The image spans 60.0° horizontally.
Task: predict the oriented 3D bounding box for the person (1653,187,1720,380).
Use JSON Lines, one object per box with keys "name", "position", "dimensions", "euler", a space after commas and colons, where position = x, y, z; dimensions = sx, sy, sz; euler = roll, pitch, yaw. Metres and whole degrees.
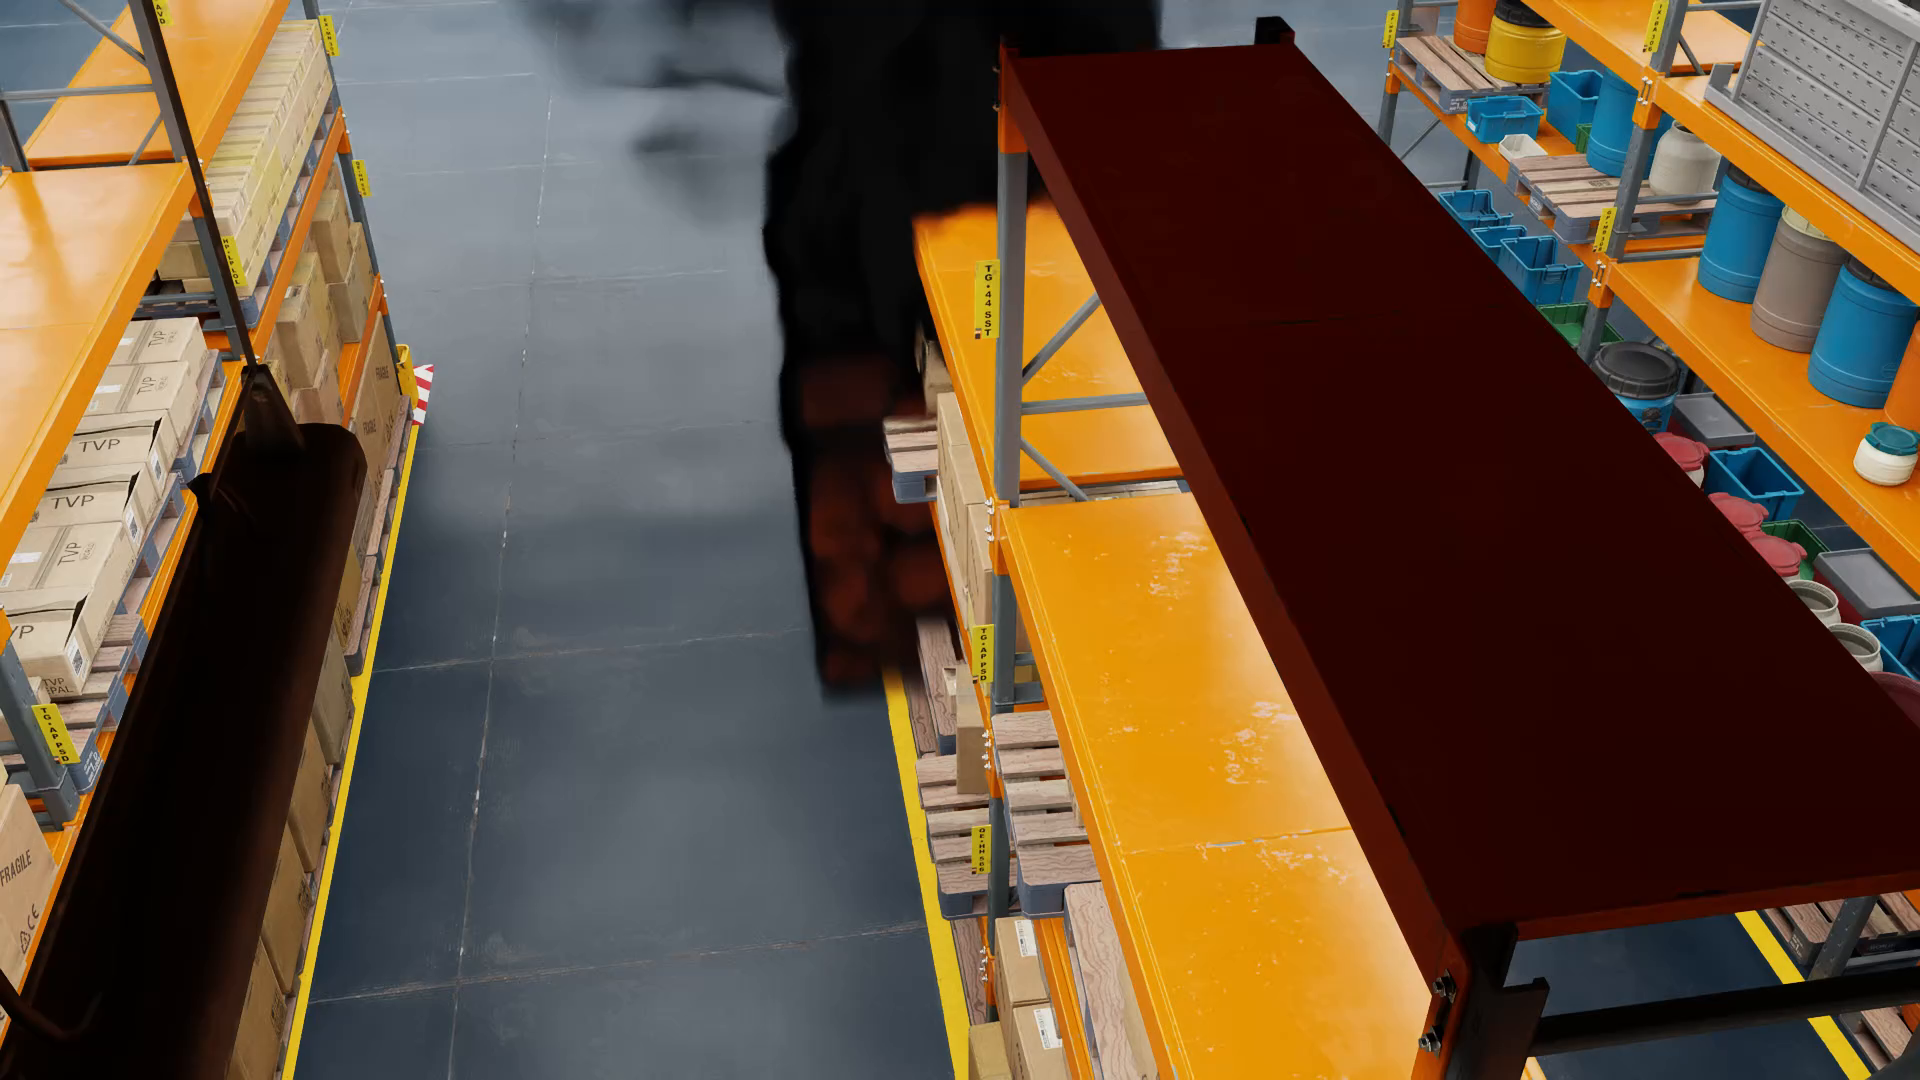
{"name": "person", "position": [6.482, -2.258, 14.570], "dimensions": [0.690, 1.783, 0.778], "euler": [-10, 37, -13]}
